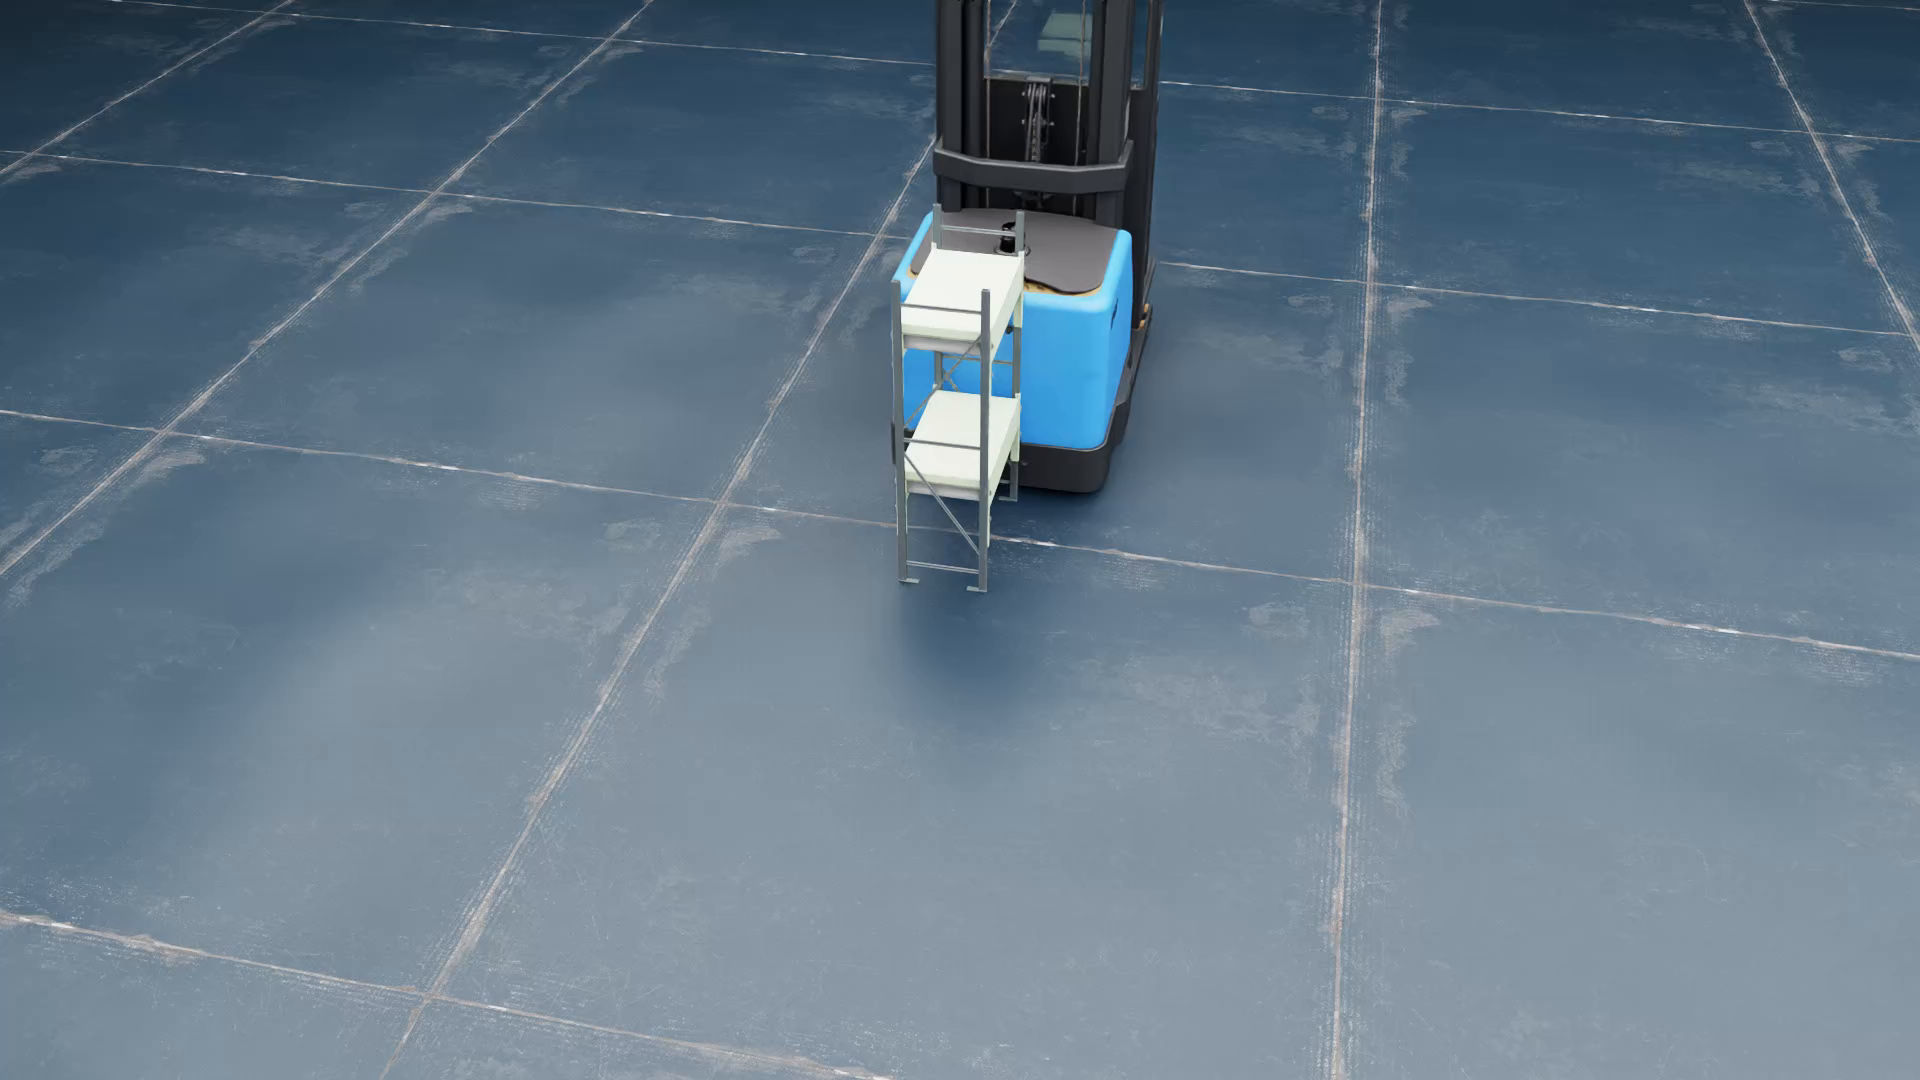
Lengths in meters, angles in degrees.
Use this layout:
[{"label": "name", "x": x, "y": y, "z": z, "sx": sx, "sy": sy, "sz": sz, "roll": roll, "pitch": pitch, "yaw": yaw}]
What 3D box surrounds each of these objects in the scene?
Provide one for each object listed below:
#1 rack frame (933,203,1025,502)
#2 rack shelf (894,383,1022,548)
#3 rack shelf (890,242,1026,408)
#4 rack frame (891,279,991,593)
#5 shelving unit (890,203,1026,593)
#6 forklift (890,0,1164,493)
[{"label": "rack frame", "x": 0.080, "y": -0.821, "z": 7.605, "sx": 0.400, "sy": 1.500, "sz": 0.023, "roll": 7, "pitch": 37, "yaw": 10}, {"label": "rack shelf", "x": 0.001, "y": -0.347, "z": 7.506, "sx": 0.431, "sy": 0.370, "sz": 0.720, "roll": 7, "pitch": 37, "yaw": 10}, {"label": "rack shelf", "x": 0.001, "y": -0.927, "z": 7.086, "sx": 0.431, "sy": 0.370, "sz": 0.720, "roll": 7, "pitch": 37, "yaw": 10}, {"label": "rack frame", "x": -0.077, "y": -0.401, "z": 7.026, "sx": 0.400, "sy": 1.500, "sz": 0.023, "roll": 7, "pitch": 37, "yaw": 10}, {"label": "shelving unit", "x": 0.001, "y": -0.611, "z": 7.315, "sx": 0.431, "sy": 1.500, "sz": 0.755, "roll": 7, "pitch": 37, "yaw": 10}, {"label": "forklift", "x": 0.473, "y": -2.275, "z": 8.392, "sx": 1.130, "sy": 2.935, "sz": 3.031, "roll": 7, "pitch": 37, "yaw": 10}]
